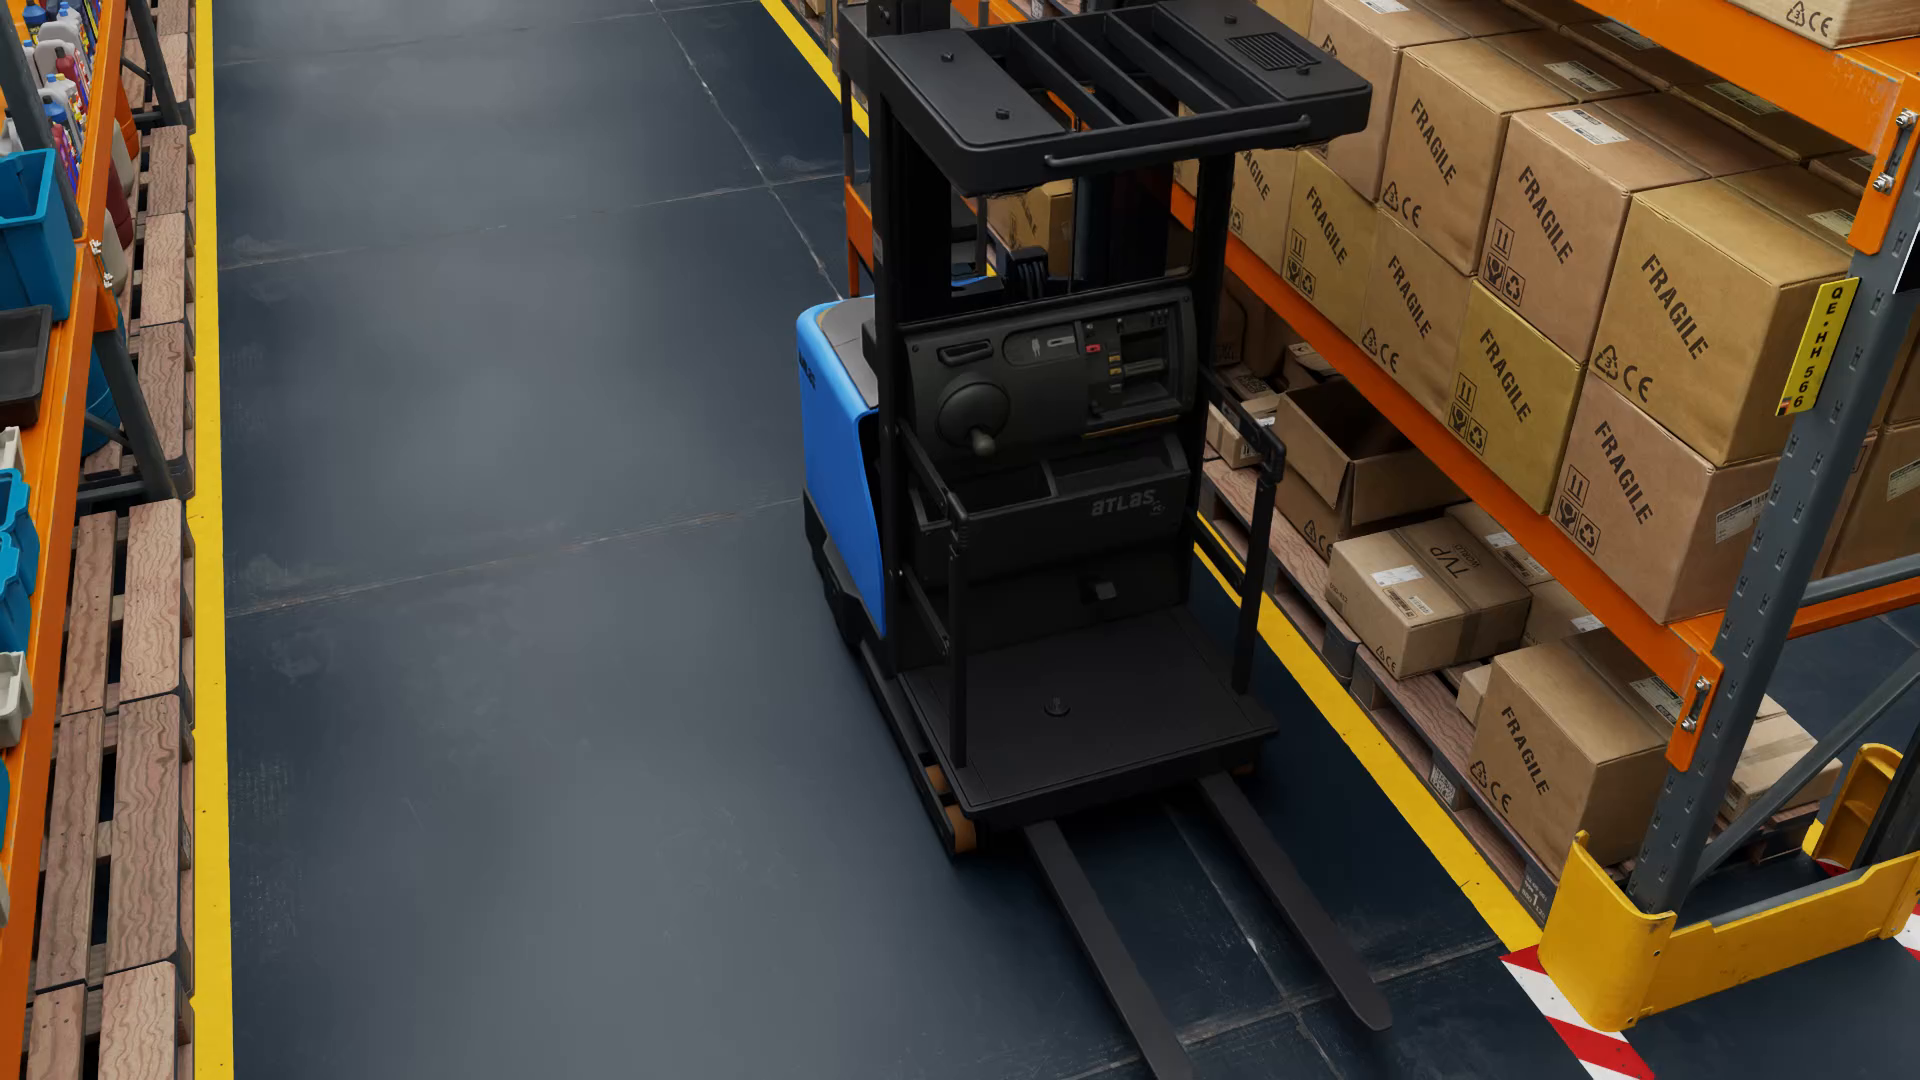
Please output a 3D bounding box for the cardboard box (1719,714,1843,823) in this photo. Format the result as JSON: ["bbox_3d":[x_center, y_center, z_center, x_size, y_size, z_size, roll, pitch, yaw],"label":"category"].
[{"bbox_3d":[2.550,0.729,5.293,0.380,0.149,0.250,-12,39,-16],"label":"cardboard box"}]

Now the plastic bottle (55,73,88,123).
[{"bbox_3d":[-3.666,-1.812,6.827,0.097,0.201,0.097,0,37,0],"label":"plastic bottle"}]

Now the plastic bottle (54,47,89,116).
[{"bbox_3d":[-3.688,-1.913,6.894,0.061,0.283,0.133,-12,39,-16],"label":"plastic bottle"}]

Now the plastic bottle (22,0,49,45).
[{"bbox_3d":[-4.074,-2.257,7.360,0.097,0.271,0.097,0,37,0],"label":"plastic bottle"}]

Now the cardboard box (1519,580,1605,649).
[{"bbox_3d":[2.279,0.348,5.715,0.500,0.250,0.500,-12,39,-16],"label":"cardboard box"}]

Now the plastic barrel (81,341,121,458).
[{"bbox_3d":[-3.828,-0.803,6.718,0.600,0.901,0.708,-12,39,-16],"label":"plastic barrel"}]

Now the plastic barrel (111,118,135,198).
[{"bbox_3d":[-4.571,-2.023,8.662,0.421,0.512,0.421,0,37,0],"label":"plastic barrel"}]

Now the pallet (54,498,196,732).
[{"bbox_3d":[-3.368,0.358,6.099,1.003,0.211,1.213,-12,39,-16],"label":"pallet"}]

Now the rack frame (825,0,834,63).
[{"bbox_3d":[-0.381,-4.446,10.159,1.000,3.000,0.127,-12,39,-16],"label":"rack frame"}]

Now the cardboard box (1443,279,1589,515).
[{"bbox_3d":[1.780,-0.456,4.779,0.500,0.500,0.500,-12,39,-16],"label":"cardboard box"}]

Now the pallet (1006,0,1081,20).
[{"bbox_3d":[0.823,-2.584,7.846,1.003,0.211,1.213,-12,39,-16],"label":"pallet"}]

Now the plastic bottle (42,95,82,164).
[{"bbox_3d":[-3.519,-1.599,6.486,0.097,0.271,0.097,0,37,0],"label":"plastic bottle"}]

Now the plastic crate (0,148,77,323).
[{"bbox_3d":[-3.176,-0.987,5.531,0.392,0.384,0.575,-12,39,-16],"label":"plastic crate"}]

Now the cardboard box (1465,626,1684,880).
[{"bbox_3d":[1.953,0.640,5.119,0.500,0.500,0.500,-12,39,-16],"label":"cardboard box"}]

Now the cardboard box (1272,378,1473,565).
[{"bbox_3d":[1.646,-0.305,6.371,0.797,0.503,0.637,-12,39,-16],"label":"cardboard box"}]

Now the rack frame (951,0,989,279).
[{"bbox_3d":[-0.090,-0.987,6.315,0.400,2.100,0.015,-12,39,-16],"label":"rack frame"}]

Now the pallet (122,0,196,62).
[{"bbox_3d":[-5.680,-3.442,11.145,1.003,0.211,1.213,-12,39,-16],"label":"pallet"}]

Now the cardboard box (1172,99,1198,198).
[{"bbox_3d":[1.094,-1.593,6.289,0.500,0.500,0.500,-12,39,-15],"label":"cardboard box"}]

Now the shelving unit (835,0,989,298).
[{"bbox_3d":[-0.174,-1.125,6.498,0.431,2.100,0.503,-12,39,-16],"label":"shelving unit"}]

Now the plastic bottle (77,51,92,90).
[{"bbox_3d":[-3.791,-2.018,7.101,0.097,0.201,0.097,0,37,0],"label":"plastic bottle"}]

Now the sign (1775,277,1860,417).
[{"bbox_3d":[1.844,-0.412,3.579,0.100,0.325,0.005,-12,39,-16],"label":"sign"}]

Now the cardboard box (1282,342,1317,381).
[{"bbox_3d":[1.643,-0.761,7.271,0.380,0.149,0.250,-12,39,-16],"label":"cardboard box"}]

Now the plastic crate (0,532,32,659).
[{"bbox_3d":[-2.509,0.188,4.096,0.416,0.233,0.300,-12,39,-16],"label":"plastic crate"}]

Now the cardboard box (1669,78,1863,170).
[{"bbox_3d":[2.279,-0.965,4.624,0.500,0.500,0.500,-12,39,-15],"label":"cardboard box"}]

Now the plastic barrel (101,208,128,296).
[{"bbox_3d":[-4.182,-1.385,7.815,0.421,0.512,0.421,0,37,0],"label":"plastic barrel"}]

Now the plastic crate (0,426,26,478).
[{"bbox_3d":[-2.776,-0.160,4.639,0.293,0.136,0.466,-12,39,-16],"label":"plastic crate"}]

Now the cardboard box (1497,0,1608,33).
[{"bbox_3d":[1.936,-1.535,5.381,0.500,0.500,0.500,-13,39,-16],"label":"cardboard box"}]

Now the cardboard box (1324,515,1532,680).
[{"bbox_3d":[1.654,0.197,5.915,0.500,0.250,0.500,-12,39,-16],"label":"cardboard box"}]

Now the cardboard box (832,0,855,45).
[{"bbox_3d":[-0.493,-3.307,10.359,0.500,0.500,0.500,-11,38,-14],"label":"cardboard box"}]

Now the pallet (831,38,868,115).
[{"bbox_3d":[-0.160,-2.902,10.428,1.003,0.211,1.213,-12,39,-16],"label":"pallet"}]

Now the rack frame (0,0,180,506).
[{"bbox_3d":[-3.657,-1.163,5.801,1.000,3.000,0.127,-12,39,-16],"label":"rack frame"}]

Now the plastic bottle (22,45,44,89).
[{"bbox_3d":[-3.920,-1.945,6.942,0.152,0.276,0.135,-12,39,-16],"label":"plastic bottle"}]

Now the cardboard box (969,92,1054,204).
[{"bbox_3d":[0.222,-2.147,8.820,0.500,0.500,0.500,-12,39,-15],"label":"cardboard box"}]

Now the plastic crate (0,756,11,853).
[{"bbox_3d":[-2.283,0.560,3.602,0.416,0.233,0.300,-12,39,-16],"label":"plastic crate"}]

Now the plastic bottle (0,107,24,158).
[{"bbox_3d":[-3.488,-1.432,6.199,0.144,0.351,0.185,-12,39,-16],"label":"plastic bottle"}]

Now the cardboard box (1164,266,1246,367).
[{"bbox_3d":[0.936,-1.006,7.462,0.500,0.311,0.500,-12,39,-16],"label":"cardboard box"}]

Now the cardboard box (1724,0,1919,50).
[{"bbox_3d":[1.947,-1.301,3.615,0.500,0.250,0.500,-12,39,-16],"label":"cardboard box"}]

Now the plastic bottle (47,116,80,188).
[{"bbox_3d":[-3.429,-1.487,6.328,0.061,0.283,0.133,-12,39,-16],"label":"plastic bottle"}]

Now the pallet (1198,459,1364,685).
[{"bbox_3d":[1.654,0.006,6.567,1.003,0.211,1.213,-12,39,-16],"label":"pallet"}]

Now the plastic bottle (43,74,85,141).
[{"bbox_3d":[-3.599,-1.730,6.660,0.097,0.271,0.097,0,37,0],"label":"plastic bottle"}]

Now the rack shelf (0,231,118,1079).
[{"bbox_3d":[-2.969,0.254,4.517,1.077,0.370,4.000,-12,39,-16],"label":"rack shelf"}]

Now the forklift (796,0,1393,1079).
[{"bbox_3d":[0.366,-0.436,4.892,1.130,2.935,3.031,-12,39,-16],"label":"forklift"}]

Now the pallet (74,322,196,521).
[{"bbox_3d":[-3.883,-0.494,7.230,1.003,0.211,1.213,-12,39,-16],"label":"pallet"}]

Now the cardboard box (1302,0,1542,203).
[{"bbox_3d":[1.426,-1.428,5.238,0.500,0.500,0.500,-11,38,-15],"label":"cardboard box"}]

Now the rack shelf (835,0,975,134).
[{"bbox_3d":[-0.174,-1.673,6.085,0.431,0.518,0.480,-12,39,-16],"label":"rack shelf"}]

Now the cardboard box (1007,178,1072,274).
[{"bbox_3d":[0.556,-1.583,8.070,0.500,0.500,0.500,-13,39,-16],"label":"cardboard box"}]

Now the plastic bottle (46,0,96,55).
[{"bbox_3d":[-3.975,-2.339,7.403,0.144,0.351,0.185,-12,39,-16],"label":"plastic bottle"}]

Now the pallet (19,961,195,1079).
[{"bbox_3d":[-2.528,1.737,4.269,1.003,0.211,1.213,-12,39,-16],"label":"pallet"}]

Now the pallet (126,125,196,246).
[{"bbox_3d":[-4.723,-1.872,9.060,1.003,0.211,1.213,-12,39,-16],"label":"pallet"}]

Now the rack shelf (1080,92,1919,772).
[{"bbox_3d":[1.683,-0.769,5.876,1.077,0.370,4.000,-12,39,-16],"label":"rack shelf"}]

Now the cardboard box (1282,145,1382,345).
[{"bbox_3d":[1.440,-1.023,5.532,0.500,0.500,0.500,-13,39,-17],"label":"cardboard box"}]

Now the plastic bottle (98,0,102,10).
[{"bbox_3d":[-4.157,-2.619,7.899,0.097,0.201,0.097,0,37,0],"label":"plastic bottle"}]

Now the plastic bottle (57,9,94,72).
[{"bbox_3d":[-3.871,-2.177,7.254,0.097,0.271,0.097,0,37,0],"label":"plastic bottle"}]

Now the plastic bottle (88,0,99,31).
[{"bbox_3d":[-4.085,-2.518,7.641,0.144,0.351,0.185,-12,39,-16],"label":"plastic bottle"}]

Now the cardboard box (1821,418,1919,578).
[{"bbox_3d":[2.466,-0.272,4.535,0.500,0.500,0.500,-12,39,-15],"label":"cardboard box"}]

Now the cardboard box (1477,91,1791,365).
[{"bbox_3d":[1.786,-0.846,4.465,0.500,0.500,0.500,-11,38,-15],"label":"cardboard box"}]

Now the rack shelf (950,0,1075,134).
[{"bbox_3d":[0.307,-3.029,8.876,1.077,0.370,4.000,-12,39,-16],"label":"rack shelf"}]
